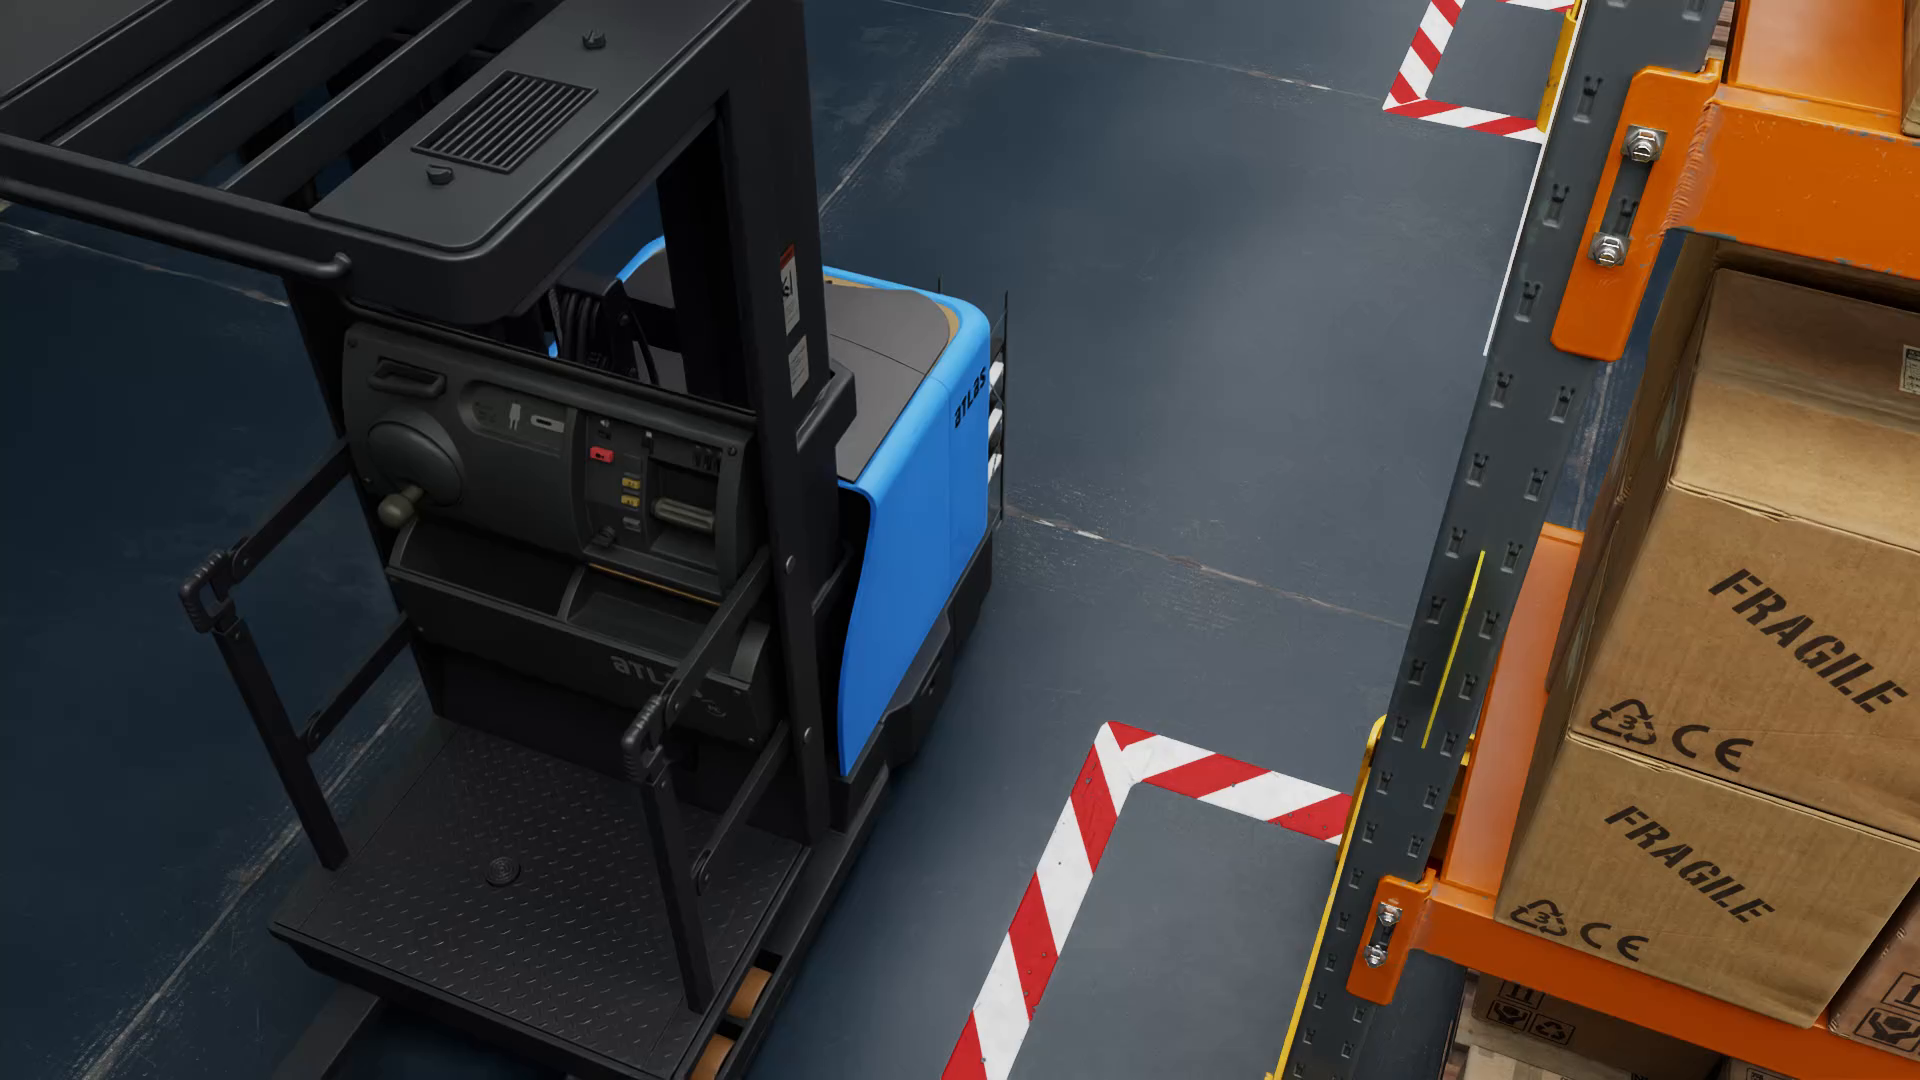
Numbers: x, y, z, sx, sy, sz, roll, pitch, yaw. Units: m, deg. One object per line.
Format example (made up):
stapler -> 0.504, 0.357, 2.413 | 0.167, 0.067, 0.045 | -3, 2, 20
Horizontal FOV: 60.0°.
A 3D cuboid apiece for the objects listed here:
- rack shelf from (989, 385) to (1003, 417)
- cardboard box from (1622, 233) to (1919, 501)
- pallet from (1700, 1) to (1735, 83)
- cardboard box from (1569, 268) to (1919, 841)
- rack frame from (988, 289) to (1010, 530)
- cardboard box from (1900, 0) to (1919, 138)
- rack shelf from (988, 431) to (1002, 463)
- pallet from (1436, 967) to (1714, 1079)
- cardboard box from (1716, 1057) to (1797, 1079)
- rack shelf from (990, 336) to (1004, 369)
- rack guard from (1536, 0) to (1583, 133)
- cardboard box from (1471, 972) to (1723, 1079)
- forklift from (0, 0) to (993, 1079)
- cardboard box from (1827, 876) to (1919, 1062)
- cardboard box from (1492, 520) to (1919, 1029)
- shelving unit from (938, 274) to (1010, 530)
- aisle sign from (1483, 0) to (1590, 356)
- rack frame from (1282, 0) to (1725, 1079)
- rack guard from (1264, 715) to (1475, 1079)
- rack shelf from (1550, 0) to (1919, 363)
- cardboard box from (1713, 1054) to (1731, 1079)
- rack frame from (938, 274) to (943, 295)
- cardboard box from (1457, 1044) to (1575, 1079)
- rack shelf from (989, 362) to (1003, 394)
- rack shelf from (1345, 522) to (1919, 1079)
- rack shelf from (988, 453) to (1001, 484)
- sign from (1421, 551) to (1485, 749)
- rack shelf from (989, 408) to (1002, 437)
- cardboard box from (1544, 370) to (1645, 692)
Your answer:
rack shelf -> -0.001, -0.374, 4.908 | 0.200, 0.077, 0.258 | 15, 47, 15
cardboard box -> 1.421, -0.336, 2.681 | 0.500, 0.500, 0.500 | 16, 47, 15
pallet -> 3.561, -1.874, 6.983 | 1.213, 0.211, 1.003 | 16, 47, 16
cardboard box -> 1.213, 0.014, 2.329 | 0.500, 0.500, 0.500 | 18, 48, 17
rack frame -> 0.094, -0.309, 4.922 | 0.006, 0.900, 0.240 | 15, 47, 15
cardboard box -> 1.281, -0.593, 1.699 | 0.500, 0.250, 0.500 | 16, 47, 16
rack shelf -> -0.001, -0.247, 5.035 | 0.200, 0.077, 0.258 | 15, 47, 15
pallet -> 1.711, 1.337, 3.757 | 1.213, 0.211, 1.003 | 16, 47, 16
cardboard box -> 1.759, 1.399, 3.355 | 0.500, 0.250, 0.500 | 16, 47, 16
rack shelf -> -0.001, -0.502, 4.781 | 0.200, 0.077, 0.258 | 15, 47, 15
rack guard -> 2.788, -2.223, 7.130 | 0.348, 0.500, 1.175 | 16, 47, 16
cardboard box -> 1.501, 0.830, 3.750 | 0.500, 0.500, 0.500 | 16, 47, 16
forklift -> -0.933, -0.059, 3.231 | 1.130, 2.935, 3.031 | 16, 47, 16
cardboard box -> 1.691, 0.505, 2.544 | 0.500, 0.500, 0.500 | 16, 47, 15
cardboard box -> 1.213, 0.369, 2.682 | 0.500, 0.500, 0.500 | 17, 47, 17
shelving unit -> -0.001, -0.334, 4.948 | 0.210, 0.900, 0.258 | 15, 47, 15
aisle sign -> 0.729, -0.637, 1.920 | 0.004, 0.787, 0.394 | 16, 47, 16
rack frame -> 0.905, 0.112, 3.011 | 0.127, 3.000, 1.000 | 16, 47, 16
rack guard -> 0.975, 1.019, 3.872 | 0.348, 0.500, 1.175 | 16, 47, 16
rack shelf -> 2.750, -0.153, 1.661 | 4.000, 0.370, 1.077 | 16, 47, 16
cardboard box -> 1.840, 1.116, 3.698 | 0.250, 0.166, 0.380 | 16, 47, 16
rack frame -> -0.096, -0.360, 4.974 | 0.006, 0.900, 0.240 | 15, 47, 15
cardboard box -> 1.159, 1.304, 3.522 | 0.250, 0.149, 0.380 | 16, 47, 16
rack shelf -> -0.001, -0.438, 4.844 | 0.200, 0.077, 0.258 | 15, 47, 15
rack shelf -> 2.750, 0.910, 2.719 | 4.000, 0.370, 1.077 | 16, 47, 16
rack shelf -> -0.001, -0.183, 5.098 | 0.200, 0.077, 0.258 | 15, 47, 15
sign -> 0.696, 0.159, 2.350 | 0.005, 0.325, 0.100 | 16, 47, 16
rack shelf -> -0.001, -0.311, 4.971 | 0.200, 0.077, 0.258 | 15, 47, 15
cardboard box -> 1.423, 0.021, 3.031 | 0.500, 0.500, 0.500 | 18, 48, 17
